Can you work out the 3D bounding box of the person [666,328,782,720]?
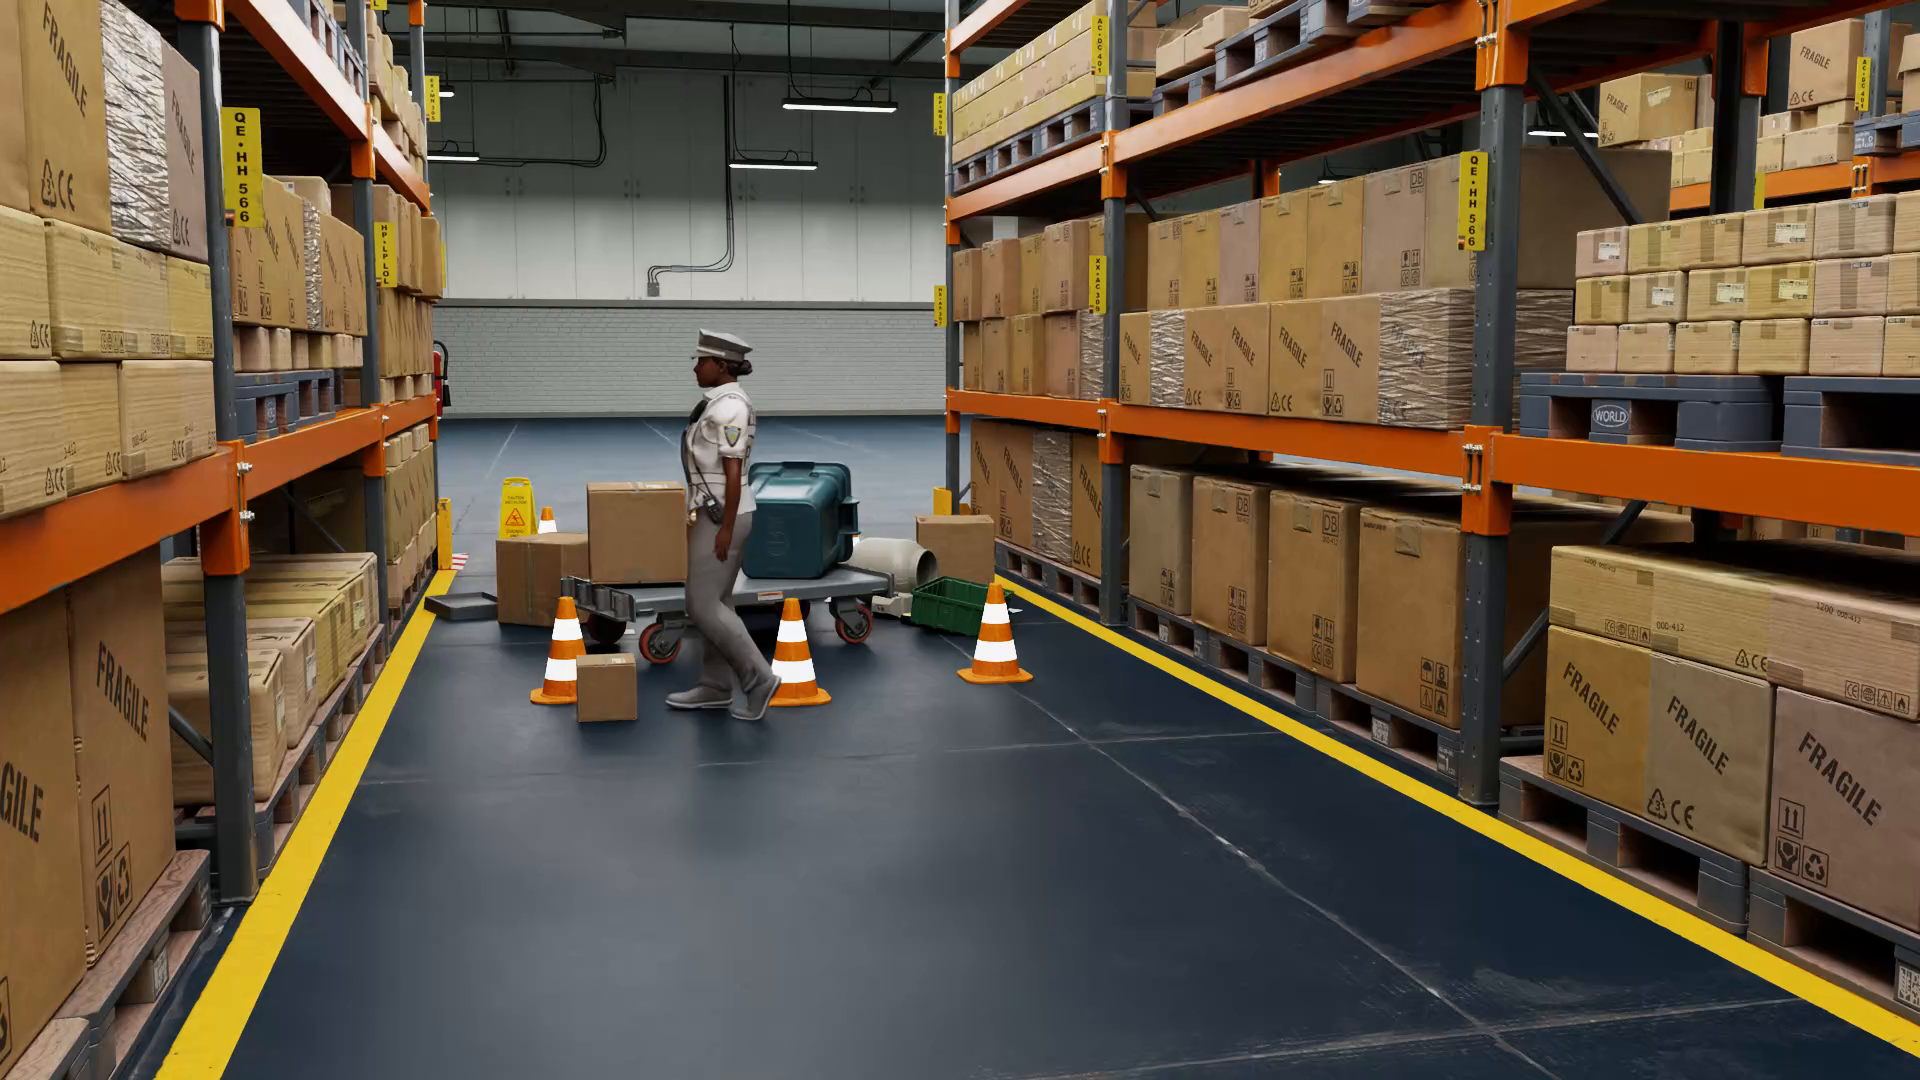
[{"bbox_3d":[-1.064,-0.075,7.312,0.487,1.699,0.491,-1,6,-8],"label":"person"}]
